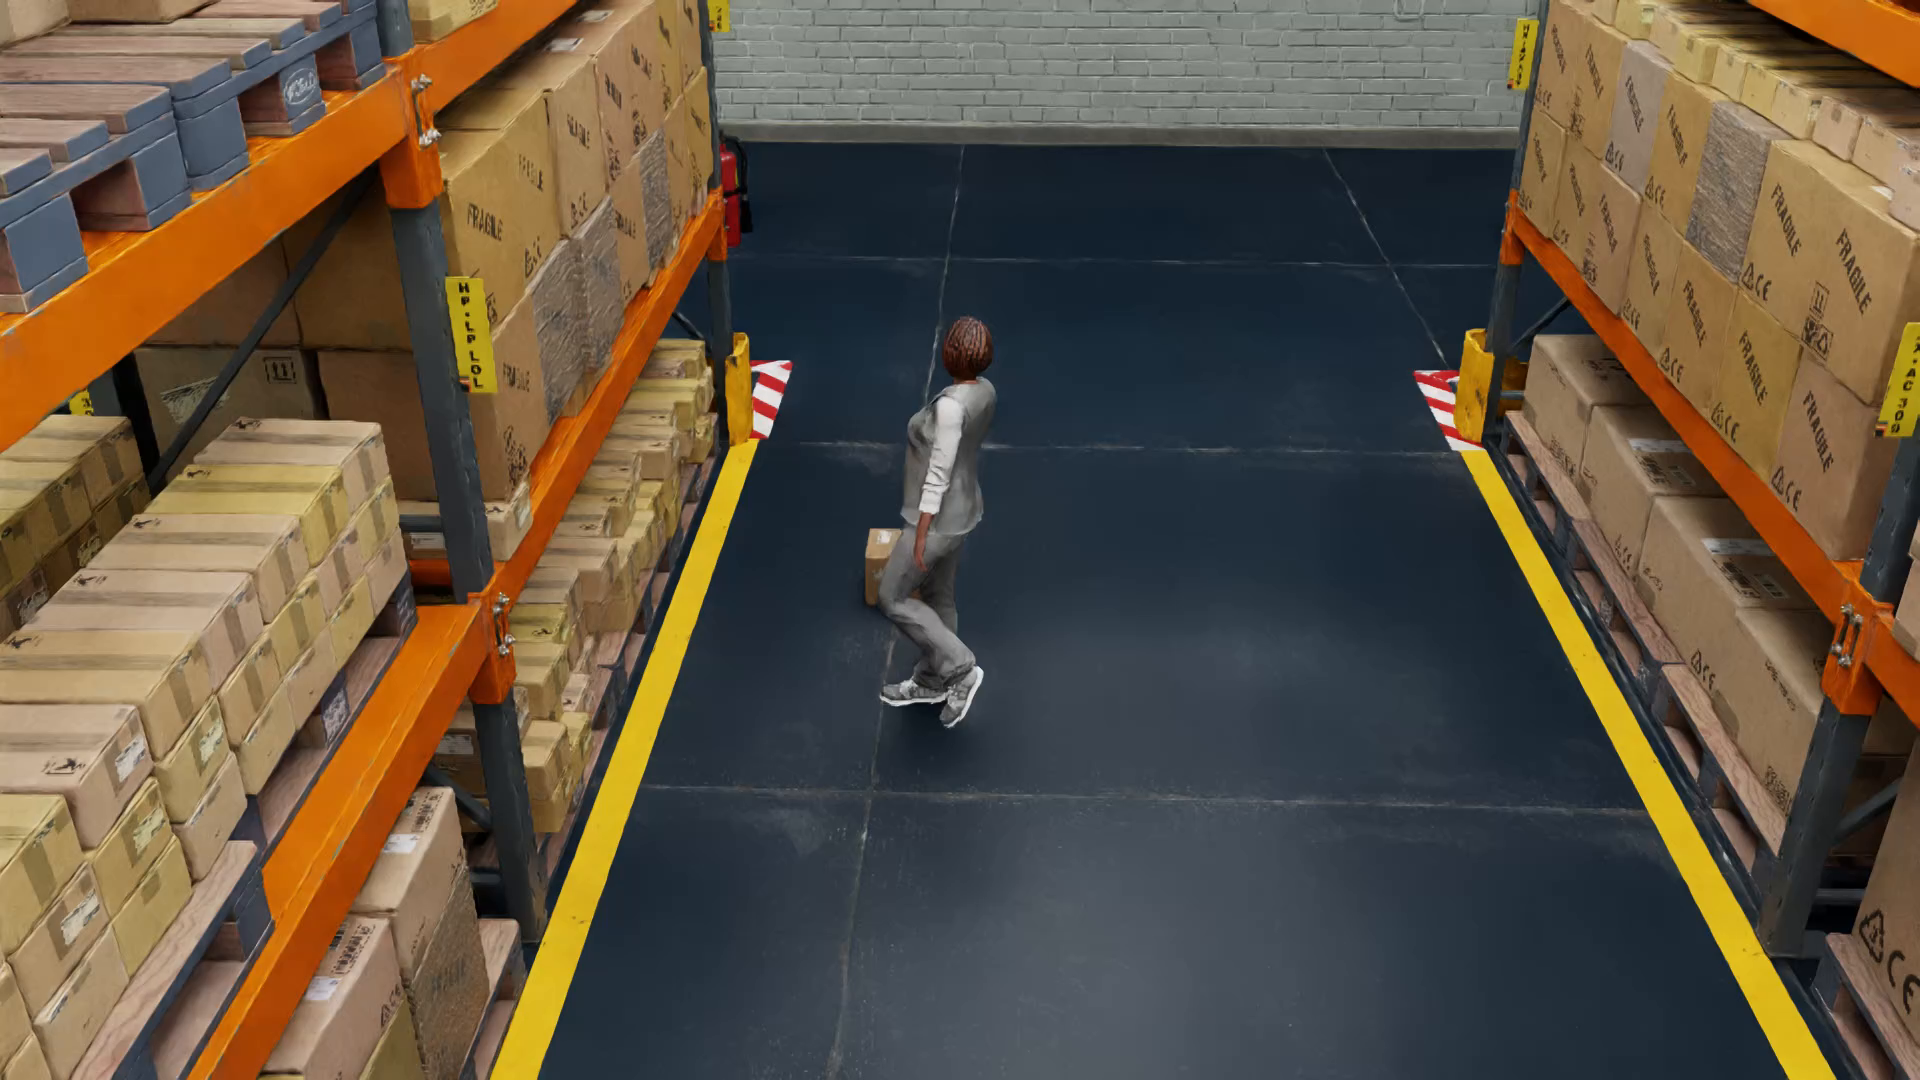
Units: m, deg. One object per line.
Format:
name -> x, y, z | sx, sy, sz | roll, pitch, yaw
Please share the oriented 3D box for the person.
person -> -0.088, -0.065, 6.261 | 0.443, 1.593, 0.491 | 9, 30, 15
